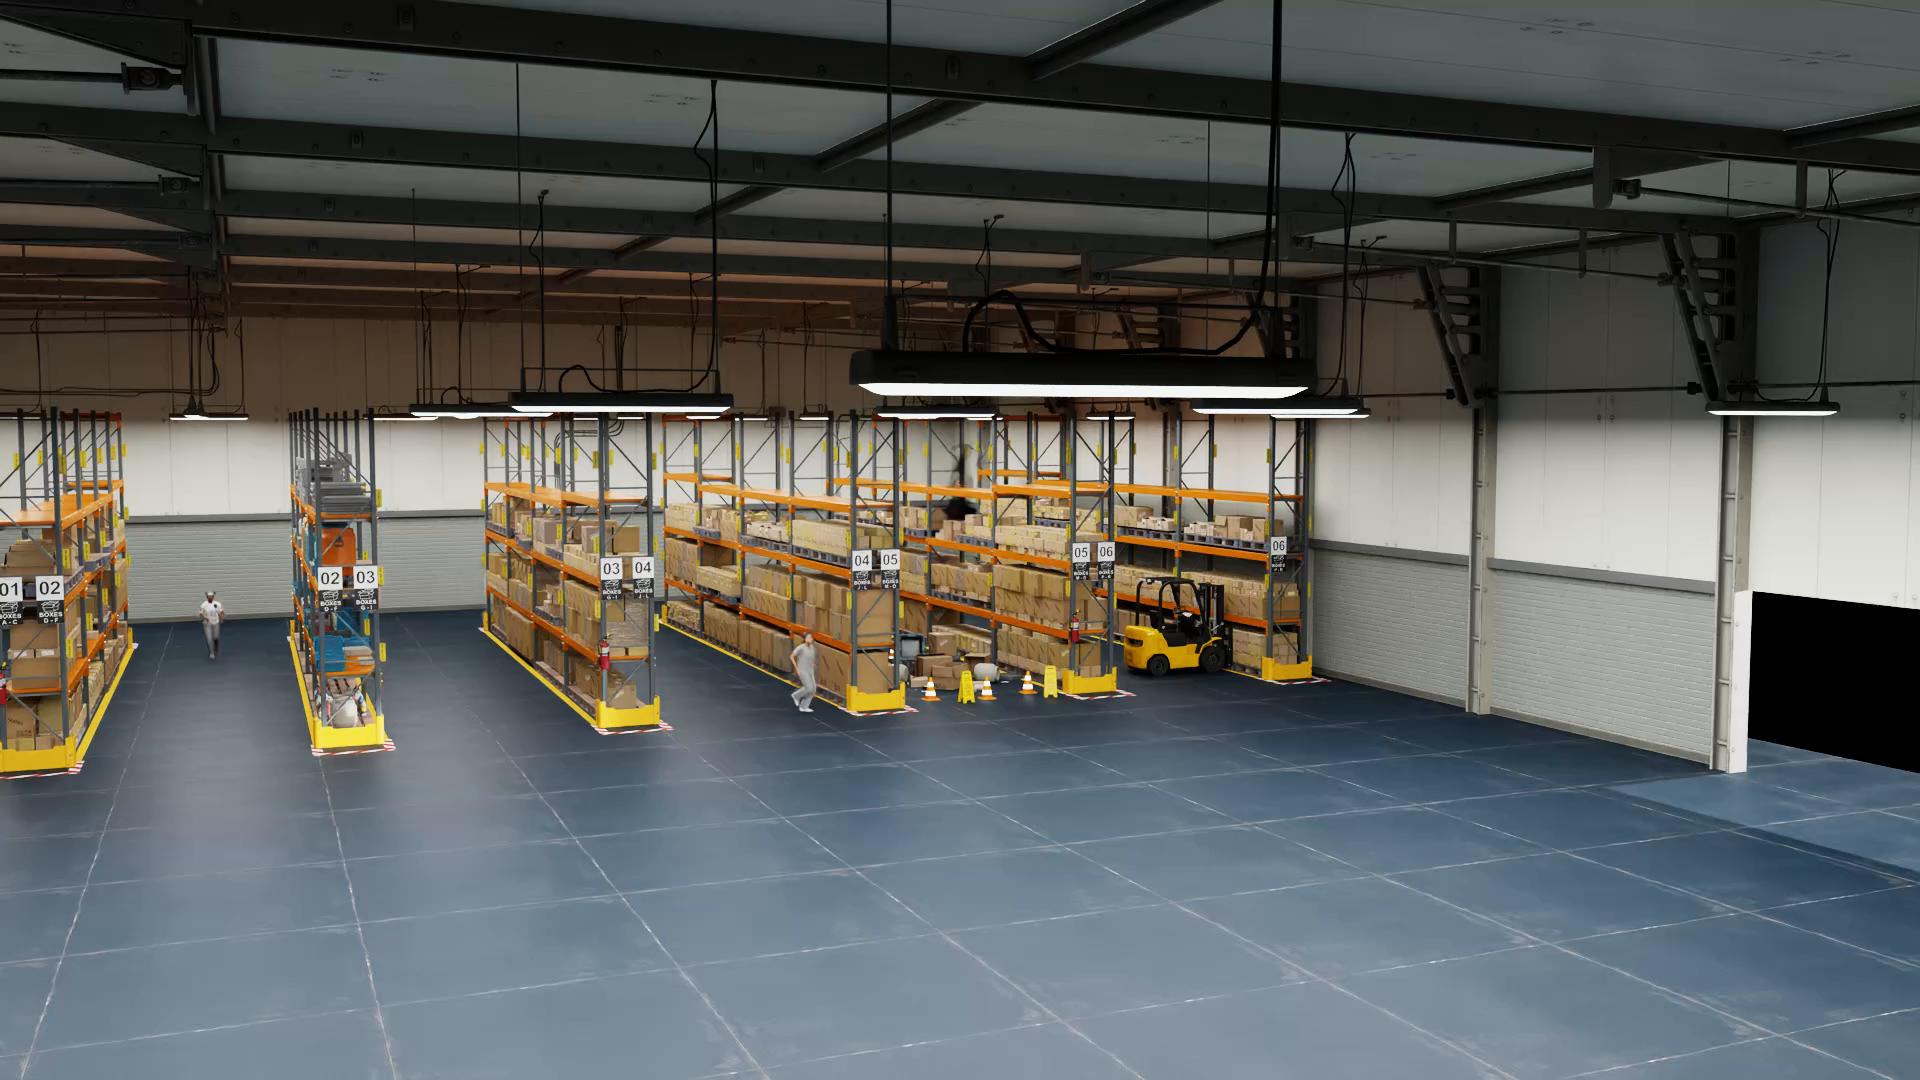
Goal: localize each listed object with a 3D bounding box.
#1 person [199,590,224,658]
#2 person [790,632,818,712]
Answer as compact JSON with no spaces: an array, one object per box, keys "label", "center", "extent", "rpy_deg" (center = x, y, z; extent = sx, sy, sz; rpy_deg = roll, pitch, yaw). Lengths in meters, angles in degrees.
[{"label":"person","center":[-18.248,2.059,40.564],"extent":[0.569,1.661,0.516],"rpy_deg":[-2,4,-24]},{"label":"person","center":[-3.083,2.615,33.018],"extent":[0.595,1.607,0.586],"rpy_deg":[3,5,39]}]
